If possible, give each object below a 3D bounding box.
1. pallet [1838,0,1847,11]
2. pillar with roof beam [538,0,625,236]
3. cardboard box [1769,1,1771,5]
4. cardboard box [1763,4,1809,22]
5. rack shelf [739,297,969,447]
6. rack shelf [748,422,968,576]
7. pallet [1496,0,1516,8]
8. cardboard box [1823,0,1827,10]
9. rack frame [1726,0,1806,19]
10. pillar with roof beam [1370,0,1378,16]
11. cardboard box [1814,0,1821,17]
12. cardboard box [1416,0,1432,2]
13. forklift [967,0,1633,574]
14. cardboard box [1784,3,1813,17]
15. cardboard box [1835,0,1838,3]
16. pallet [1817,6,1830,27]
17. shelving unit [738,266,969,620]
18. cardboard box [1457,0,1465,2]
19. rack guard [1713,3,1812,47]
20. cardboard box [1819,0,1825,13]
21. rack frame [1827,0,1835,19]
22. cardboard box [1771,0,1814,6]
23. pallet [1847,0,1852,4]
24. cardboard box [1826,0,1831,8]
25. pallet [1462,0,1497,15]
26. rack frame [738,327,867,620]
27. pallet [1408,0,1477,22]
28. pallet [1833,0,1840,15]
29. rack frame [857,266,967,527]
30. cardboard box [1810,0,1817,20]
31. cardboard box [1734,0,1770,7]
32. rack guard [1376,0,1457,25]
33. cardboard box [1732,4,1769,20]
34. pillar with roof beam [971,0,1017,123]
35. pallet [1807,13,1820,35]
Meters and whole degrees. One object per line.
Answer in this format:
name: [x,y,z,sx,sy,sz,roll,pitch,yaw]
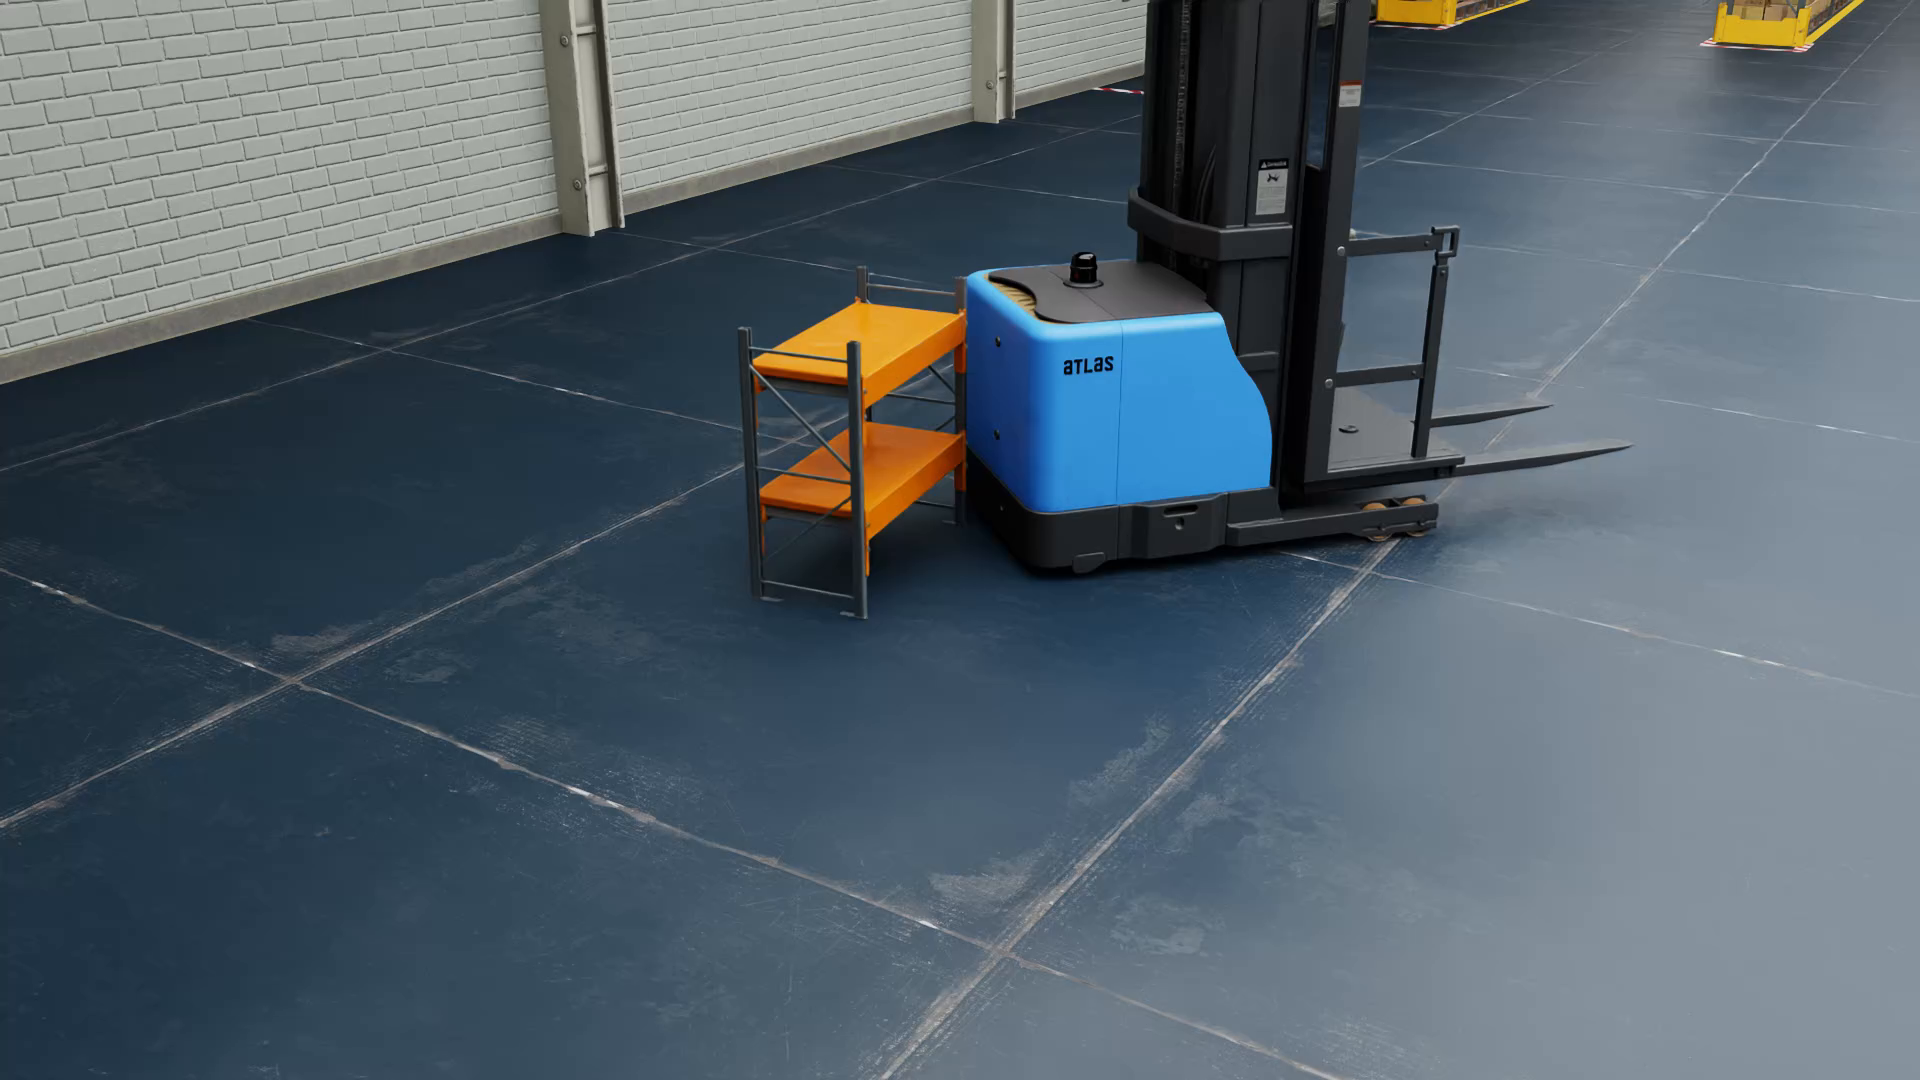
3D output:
pallet: [14.362,-9.124,28.061,1.003,0.211,1.213,14,27,29]
pillar with roof beam: [0.840,-5.614,8.891,9.100,9.000,0.400,14,27,29]
cardboard box: [11.539,-7.729,24.260,0.500,0.250,0.500,14,27,29]
cardboard box: [11.726,-7.449,23.614,0.500,0.250,0.500,14,27,29]
rack shelf: [-0.404,-0.700,6.714,0.538,0.278,1.000,9,25,21]
rack shelf: [-0.404,-0.207,6.927,0.538,0.278,1.000,9,25,21]
pallet: [8.829,-9.257,28.367,1.003,0.211,1.213,14,27,29]
cardboard box: [13.033,-8.296,25.569,0.500,0.250,0.500,14,27,29]
rack frame: [11.254,-8.384,22.840,1.000,3.000,0.127,14,27,29]
pillar with roof beam: [10.335,-11.689,22.924,9.100,9.000,0.400,14,27,29]
cardboard box: [12.518,-7.955,24.782,0.500,0.250,0.500,14,27,29]
cardboard box: [7.485,-8.603,26.178,0.500,0.311,0.500,11,26,23]
forklift: [1.580,-1.530,7.095,3.031,2.935,1.130,-7,24,-16]
cardboard box: [11.986,-7.618,24.005,0.500,0.250,0.500,14,27,29]
cardboard box: [13.787,-8.749,26.616,0.500,0.250,0.500,13,27,28]
pallet: [12.909,-8.194,25.913,1.003,0.211,1.213,14,27,29]
shelving unit: [-0.404,-0.431,6.830,0.538,1.125,1.048,9,25,21]
cardboard box: [7.786,-8.796,26.623,0.500,0.311,0.500,16,28,33]
rack guard: [11.241,-7.228,23.318,1.175,0.500,0.348,14,27,29]
cardboard box: [12.782,-8.124,25.172,0.500,0.250,0.500,14,27,29]
rack frame: [13.364,-9.734,25.959,1.000,3.000,0.127,14,27,29]
cardboard box: [11.988,-7.962,23.855,0.500,0.500,0.500,14,27,29]
pallet: [15.007,-9.534,29.009,1.003,0.211,1.213,14,27,29]
cardboard box: [13.305,-8.462,25.954,0.500,0.250,0.500,14,27,29]
pallet: [8.187,-8.843,27.412,1.003,0.211,1.213,14,27,29]
rack frame: [-0.601,-0.245,6.400,0.500,1.125,0.032,9,25,21]
pallet: [7.542,-8.433,26.465,1.003,0.211,1.213,14,27,29]
pallet: [13.719,-8.711,27.106,1.003,0.211,1.213,14,27,29]
rack frame: [-0.206,-0.617,7.260,0.500,1.125,0.032,9,25,21]
cardboard box: [12.251,-7.787,24.395,0.500,0.250,0.500,14,27,29]
cardboard box: [11.284,-7.902,23.716,0.500,0.500,0.500,14,27,29]
rack guard: [7.084,-8.299,25.791,1.175,0.500,0.348,14,27,29]
cardboard box: [11.286,-7.557,23.864,0.500,0.250,0.500,14,27,29]
pillar with roof beam: [4.005,-7.639,13.568,9.100,9.000,0.400,14,27,29]
pallet: [12.266,-7.781,24.958,1.003,0.211,1.213,14,27,29]
